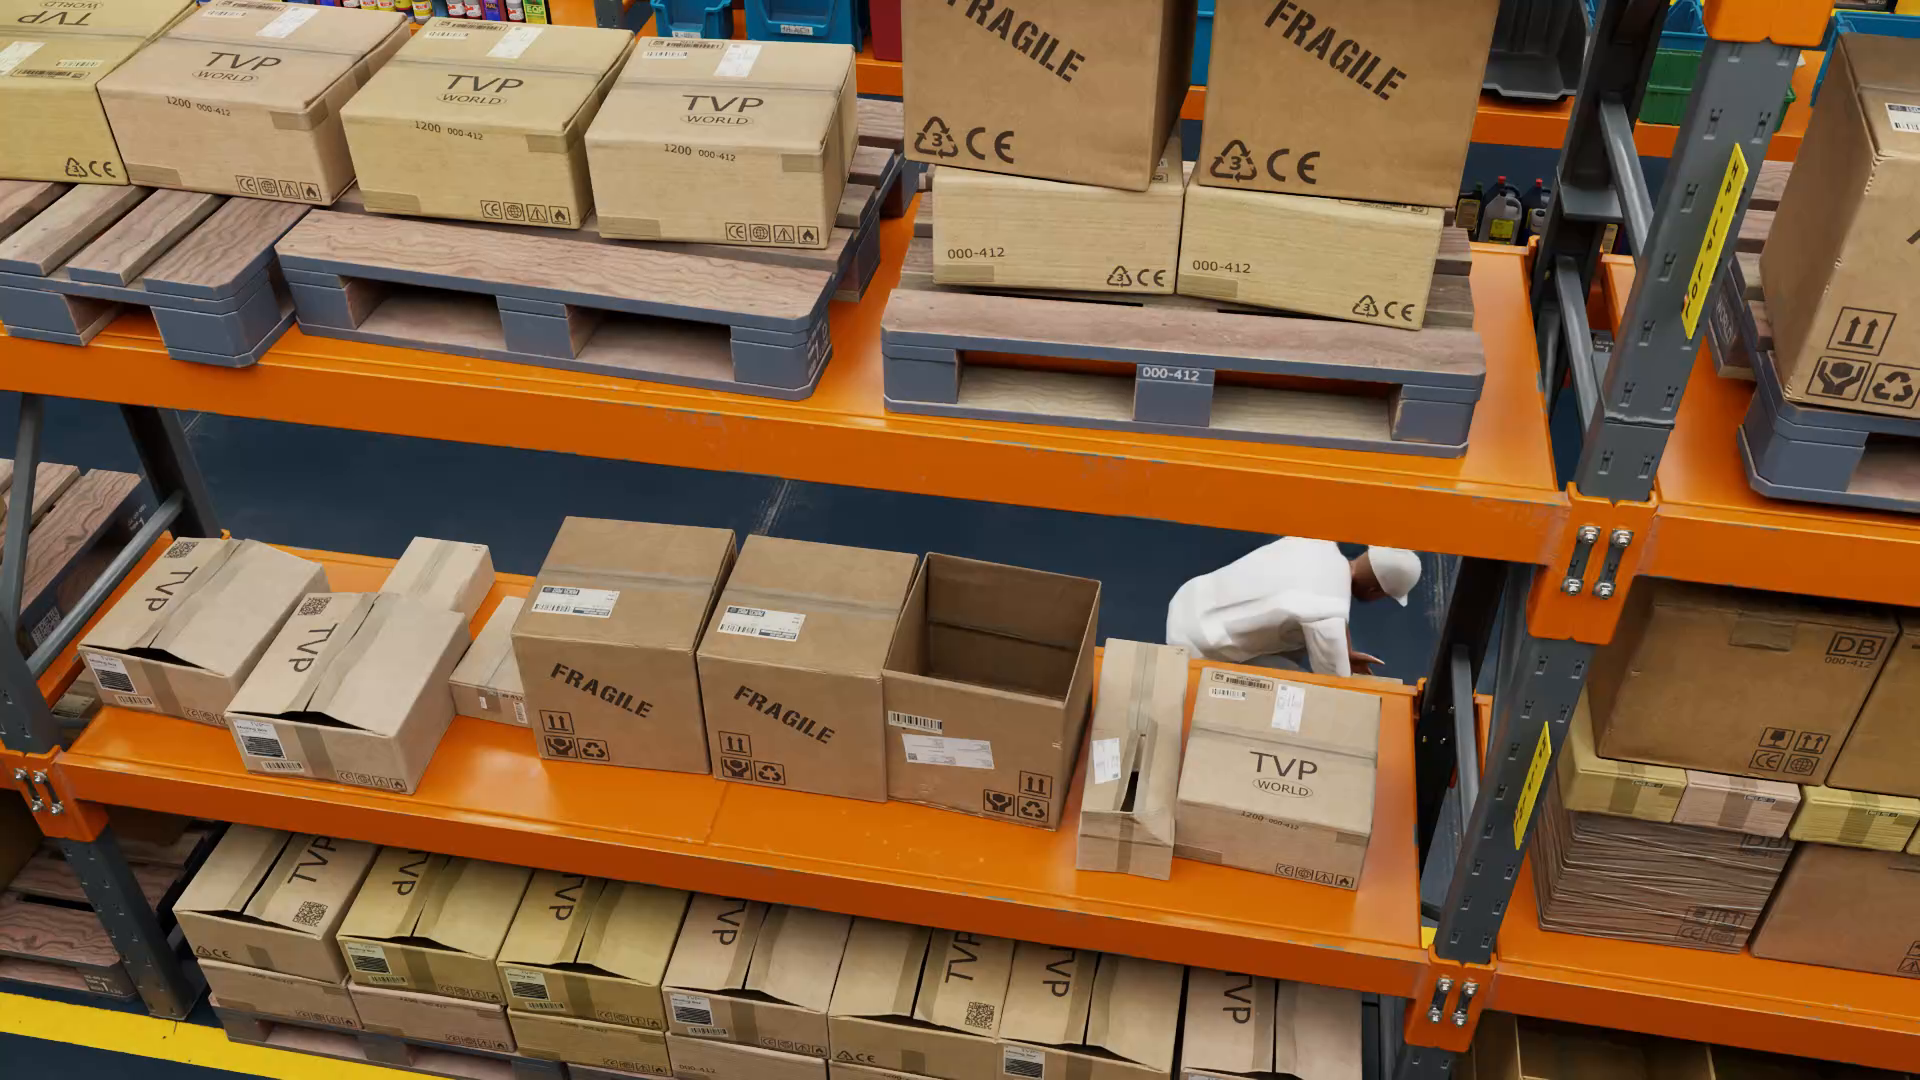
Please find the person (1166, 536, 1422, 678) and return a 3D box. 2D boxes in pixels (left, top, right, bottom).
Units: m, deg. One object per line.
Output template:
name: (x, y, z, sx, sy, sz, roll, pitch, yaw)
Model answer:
person: (1.234, 0.365, 6.324, 0.895, 0.975, 0.580, 6, 41, 8)
